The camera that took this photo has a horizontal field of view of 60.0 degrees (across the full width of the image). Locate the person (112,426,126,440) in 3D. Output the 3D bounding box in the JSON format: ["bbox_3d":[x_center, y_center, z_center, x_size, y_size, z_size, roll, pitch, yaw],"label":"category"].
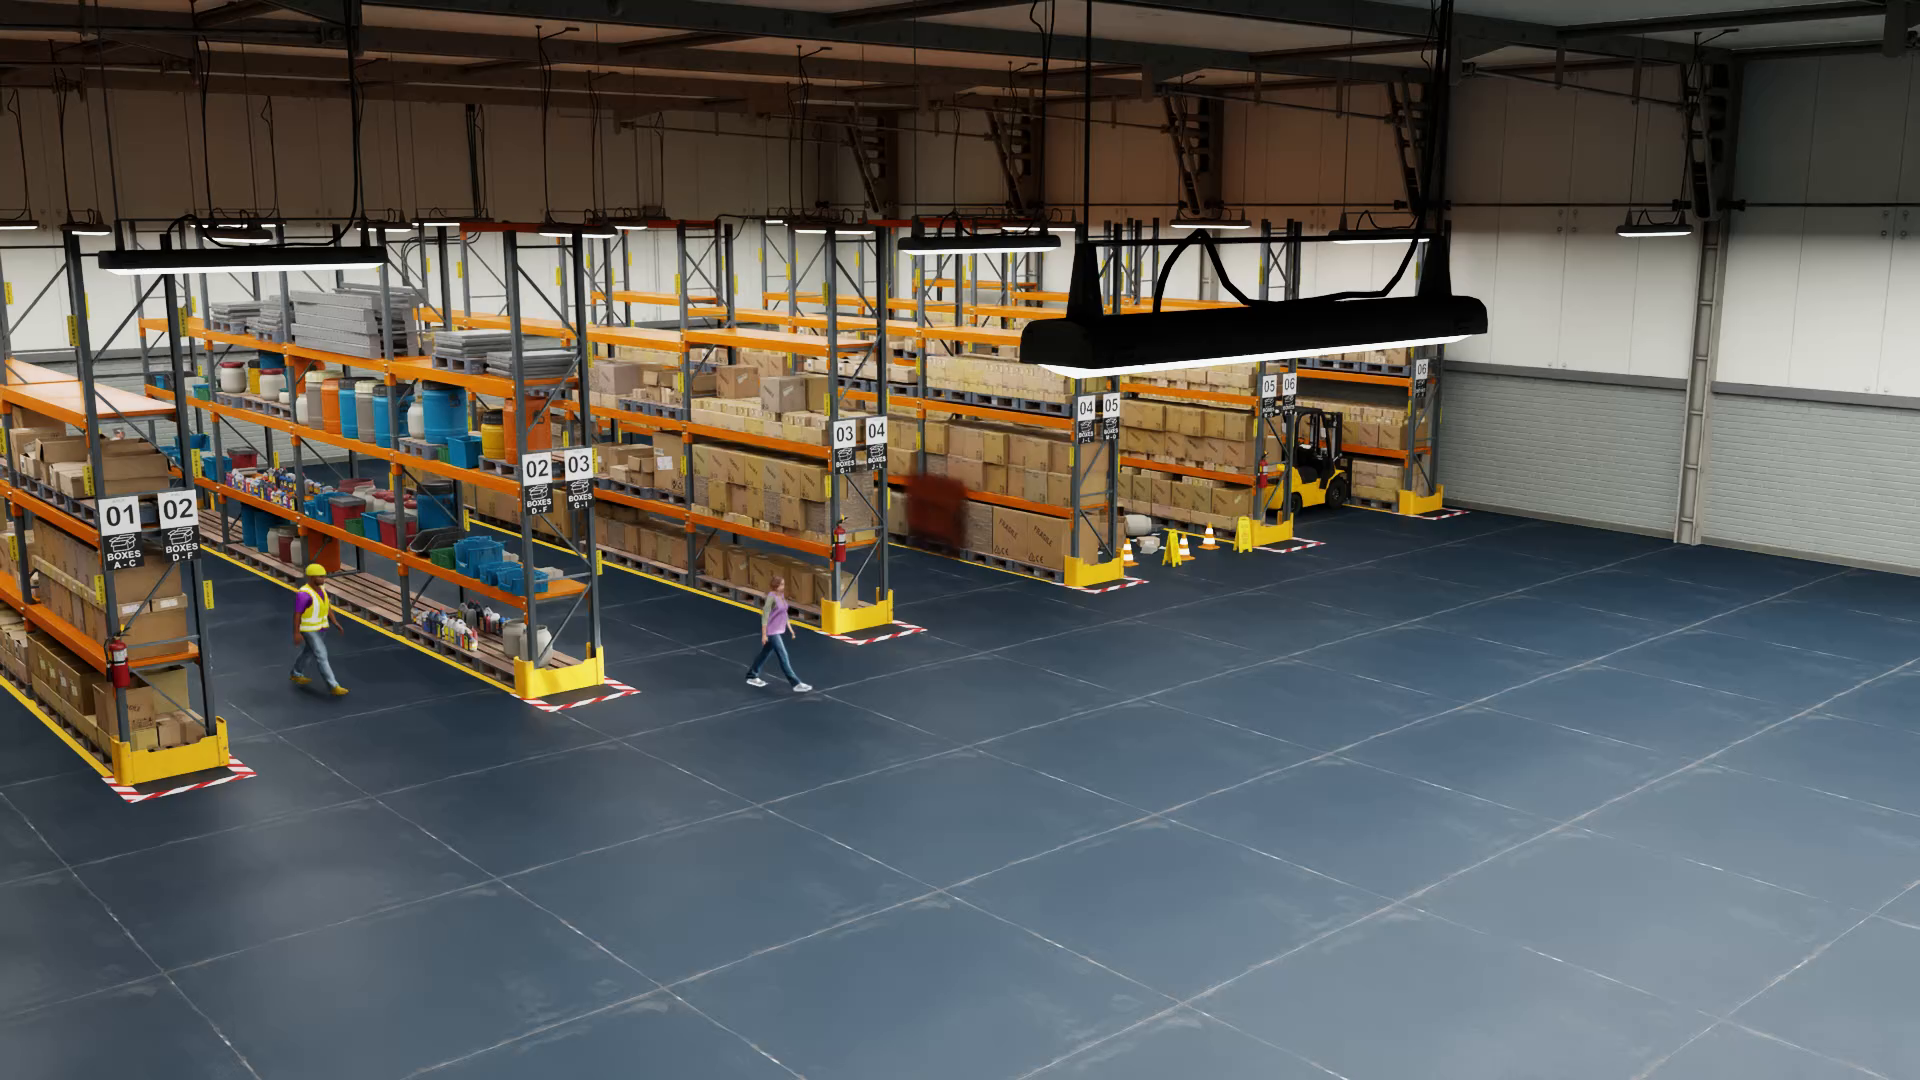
[{"bbox_3d":[-17.701,-1.528,34.928,0.683,1.747,0.522,-9,15,-39],"label":"person"}]

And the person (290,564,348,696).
[{"bbox_3d":[-8.433,1.145,21.776,1.121,1.703,0.651,4,12,21],"label":"person"}]

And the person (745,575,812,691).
[{"bbox_3d":[-2.383,1.211,21.853,0.979,1.539,0.440,2,12,10],"label":"person"}]
